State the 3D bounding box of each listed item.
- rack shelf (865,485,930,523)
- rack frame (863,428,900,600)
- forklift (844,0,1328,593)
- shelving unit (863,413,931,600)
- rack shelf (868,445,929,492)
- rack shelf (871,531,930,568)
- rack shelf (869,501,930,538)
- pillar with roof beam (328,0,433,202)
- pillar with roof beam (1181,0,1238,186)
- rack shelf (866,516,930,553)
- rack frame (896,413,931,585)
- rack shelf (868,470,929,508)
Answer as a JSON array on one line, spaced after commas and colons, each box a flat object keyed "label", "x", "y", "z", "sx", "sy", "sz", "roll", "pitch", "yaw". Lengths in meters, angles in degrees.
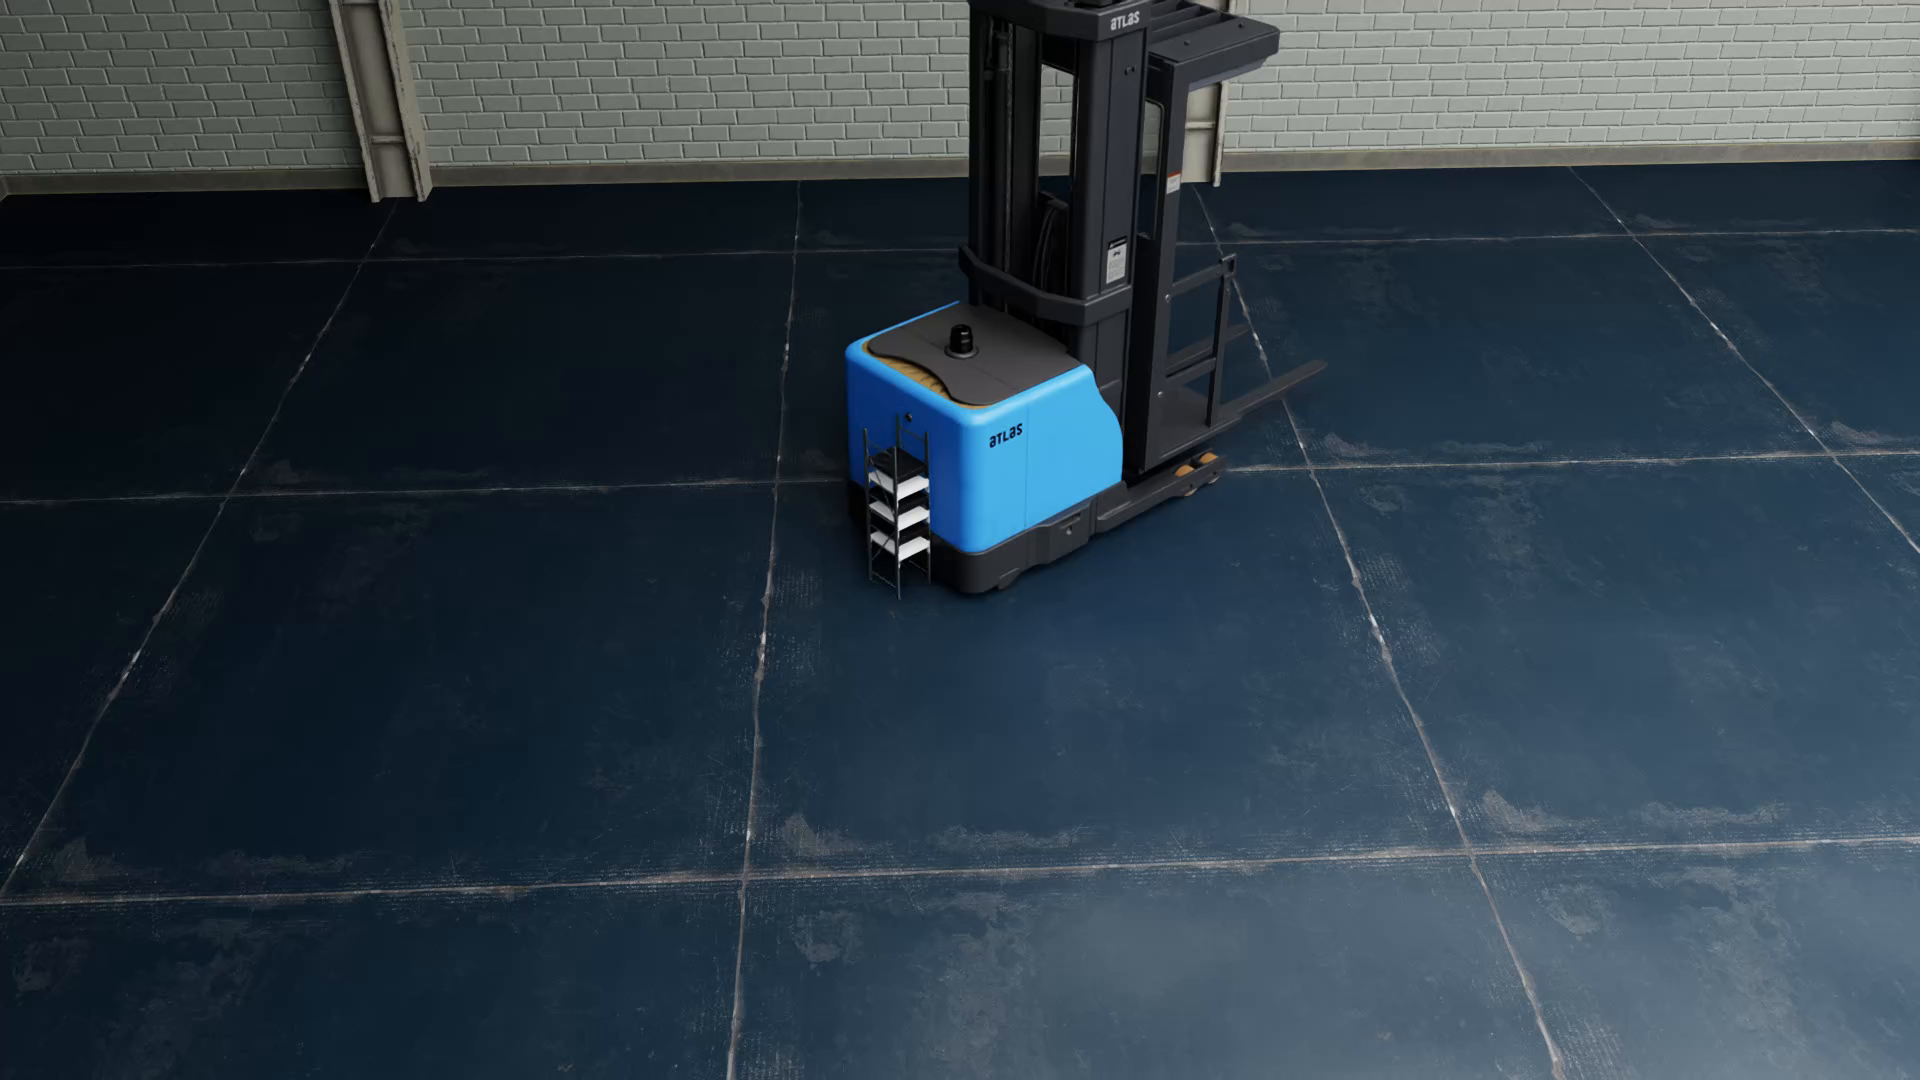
[{"label": "rack shelf", "x": -0.308, "y": -0.203, "z": 8.190, "sx": 0.200, "sy": 0.077, "sz": 0.258, "roll": -27, "pitch": 43, "yaw": -33}, {"label": "rack frame", "x": -0.384, "y": -0.119, "z": 8.167, "sx": 0.006, "sy": 0.900, "sz": 0.240, "roll": -27, "pitch": 43, "yaw": -33}, {"label": "forklift", "x": 0.844, "y": -1.648, "z": 8.592, "sx": 3.031, "sy": 2.935, "sz": 1.130, "roll": -27, "pitch": 43, "yaw": -33}, {"label": "shelving unit", "x": -0.308, "y": -0.157, "z": 8.222, "sx": 0.210, "sy": 0.900, "sz": 0.258, "roll": -27, "pitch": 43, "yaw": -33}, {"label": "rack shelf", "x": -0.308, "y": -0.351, "z": 8.087, "sx": 0.200, "sy": 0.077, "sz": 0.258, "roll": -27, "pitch": 43, "yaw": -33}, {"label": "rack shelf", "x": -0.308, "y": 0.019, "z": 8.344, "sx": 0.200, "sy": 0.077, "sz": 0.258, "roll": -27, "pitch": 43, "yaw": -33}, {"label": "rack shelf", "x": -0.308, "y": -0.129, "z": 8.241, "sx": 0.200, "sy": 0.077, "sz": 0.258, "roll": -27, "pitch": 43, "yaw": -33}, {"label": "pillar with roof beam", "x": -4.010, "y": -3.873, "z": 6.475, "sx": 0.400, "sy": 9.000, "sz": 9.100, "roll": -2, "pitch": 35, "yaw": -2}, {"label": "pillar with roof beam", "x": 1.983, "y": -4.035, "z": 6.709, "sx": 0.400, "sy": 9.000, "sz": 9.100, "roll": -2, "pitch": 35, "yaw": -2}, {"label": "rack shelf", "x": -0.308, "y": -0.055, "z": 8.292, "sx": 0.200, "sy": 0.077, "sz": 0.258, "roll": -27, "pitch": 43, "yaw": -33}, {"label": "rack frame", "x": -0.232, "y": -0.195, "z": 8.277, "sx": 0.006, "sy": 0.900, "sz": 0.240, "roll": -27, "pitch": 43, "yaw": -33}, {"label": "rack shelf", "x": -0.308, "y": -0.277, "z": 8.139, "sx": 0.200, "sy": 0.077, "sz": 0.258, "roll": -27, "pitch": 43, "yaw": -33}]
